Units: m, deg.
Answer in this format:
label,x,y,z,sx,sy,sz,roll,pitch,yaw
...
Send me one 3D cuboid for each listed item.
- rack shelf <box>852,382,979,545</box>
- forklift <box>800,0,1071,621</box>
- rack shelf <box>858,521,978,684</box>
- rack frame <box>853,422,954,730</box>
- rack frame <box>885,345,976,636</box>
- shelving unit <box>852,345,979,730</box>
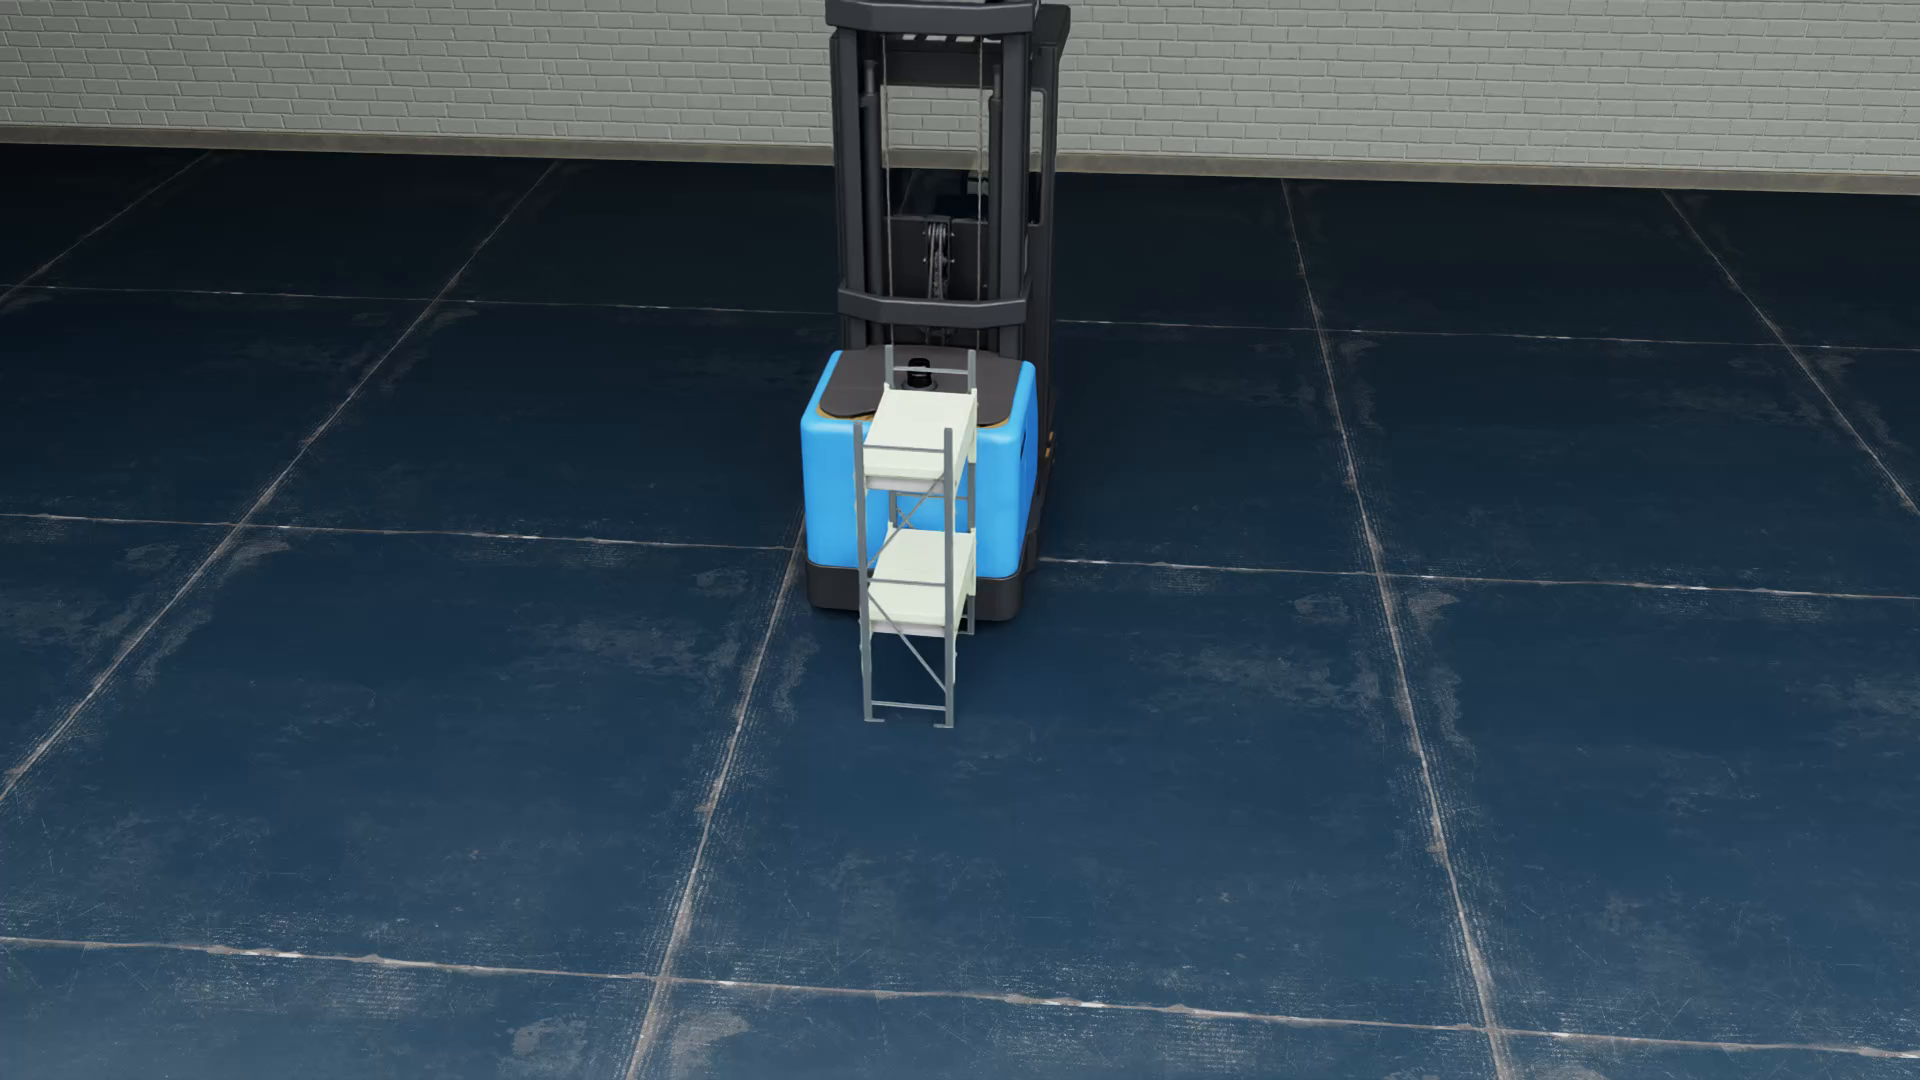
label,x,y,z,sx,sy,sz,roll,pitch,yaw
rack shelf,-0.179,-0.339,7.127,0.431,0.370,0.720,4,32,7
forklift,-0.041,-1.614,8.575,1.130,2.935,3.031,4,32,7
rack shelf,-0.179,0.271,7.503,0.431,0.370,0.720,4,32,7
rack frame,-0.228,0.183,7.023,0.400,1.500,0.023,4,32,7
rack frame,-0.129,-0.197,7.640,0.400,1.500,0.023,4,32,7
shelving unit,-0.179,-0.007,7.332,0.431,1.500,0.755,4,32,7
